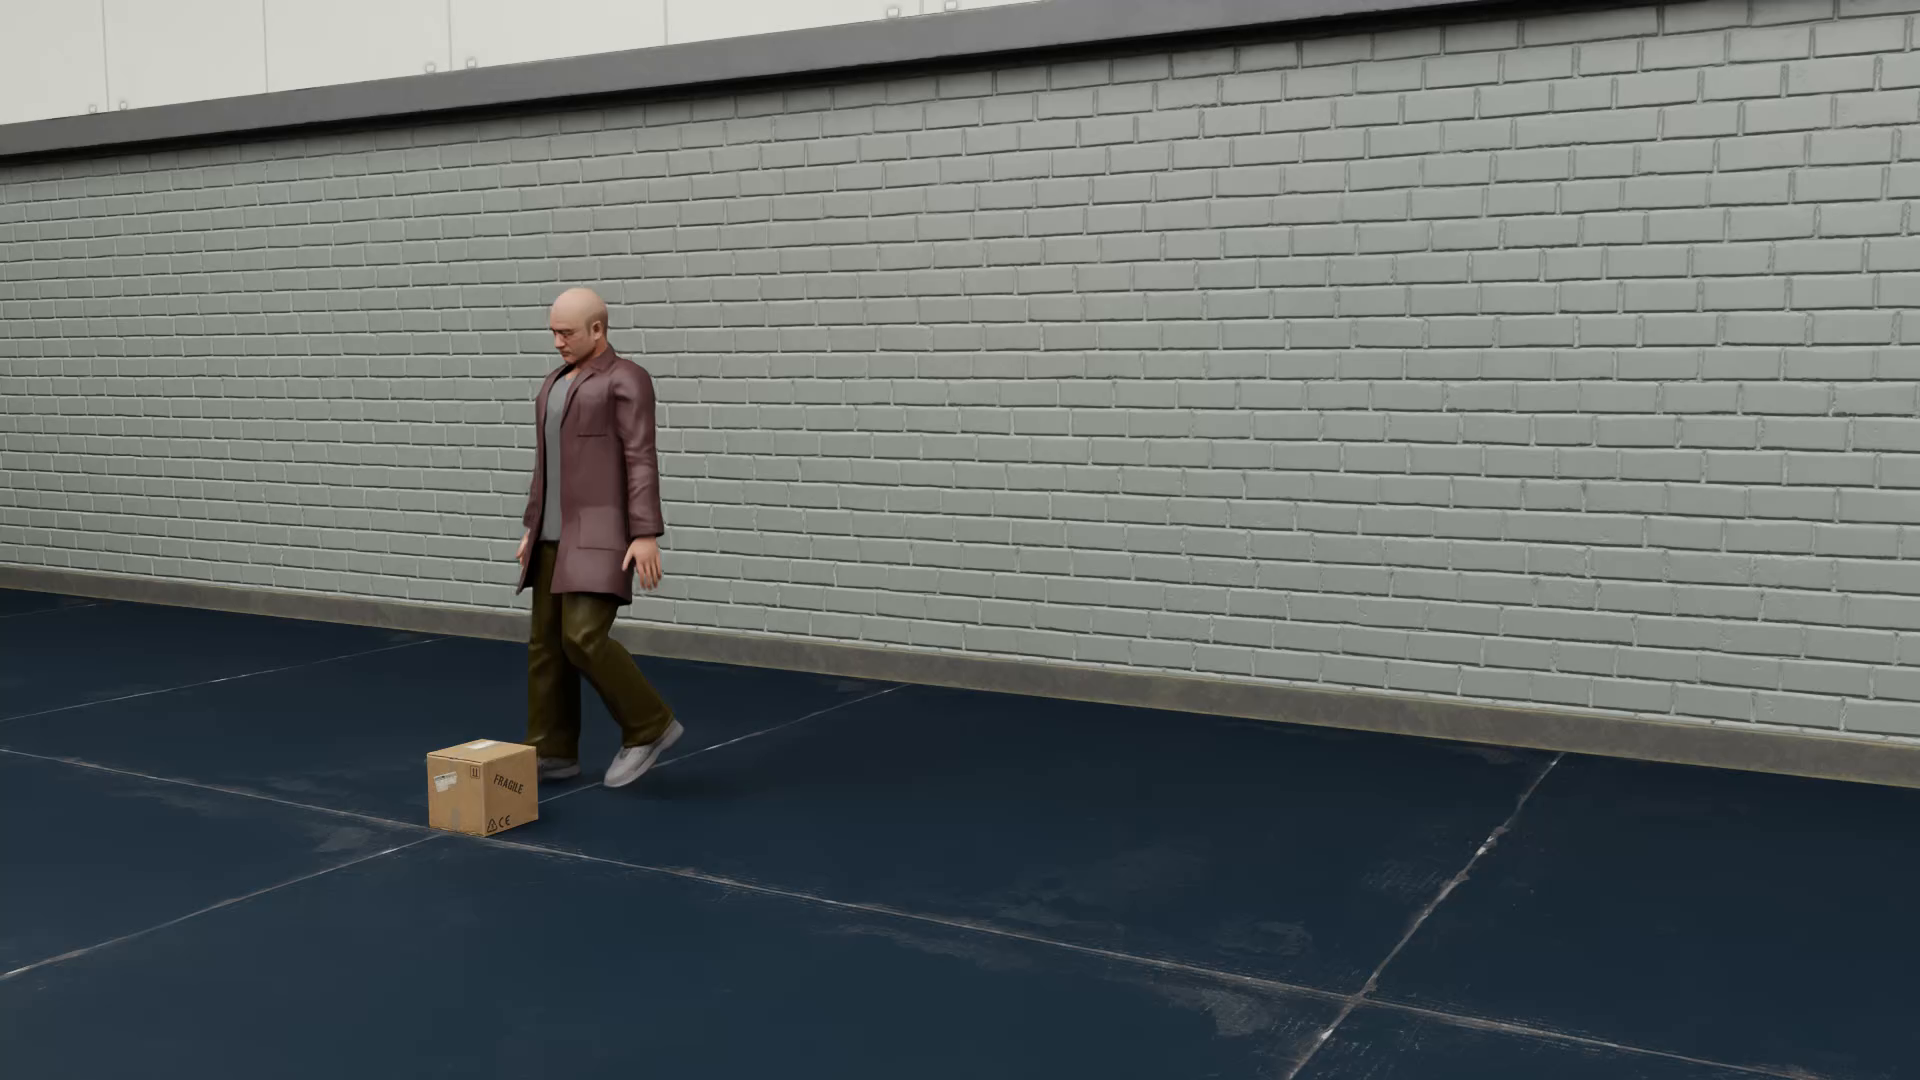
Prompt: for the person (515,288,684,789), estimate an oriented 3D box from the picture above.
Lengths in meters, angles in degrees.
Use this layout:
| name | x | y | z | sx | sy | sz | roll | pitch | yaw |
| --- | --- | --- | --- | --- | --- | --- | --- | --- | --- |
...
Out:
| name | x | y | z | sx | sy | sz | roll | pitch | yaw |
| --- | --- | --- | --- | --- | --- | --- | --- | --- | --- |
| person | -1.351 | 0.002 | 5.906 | 0.691 | 1.775 | 0.586 | 5 | 8 | 42 |
